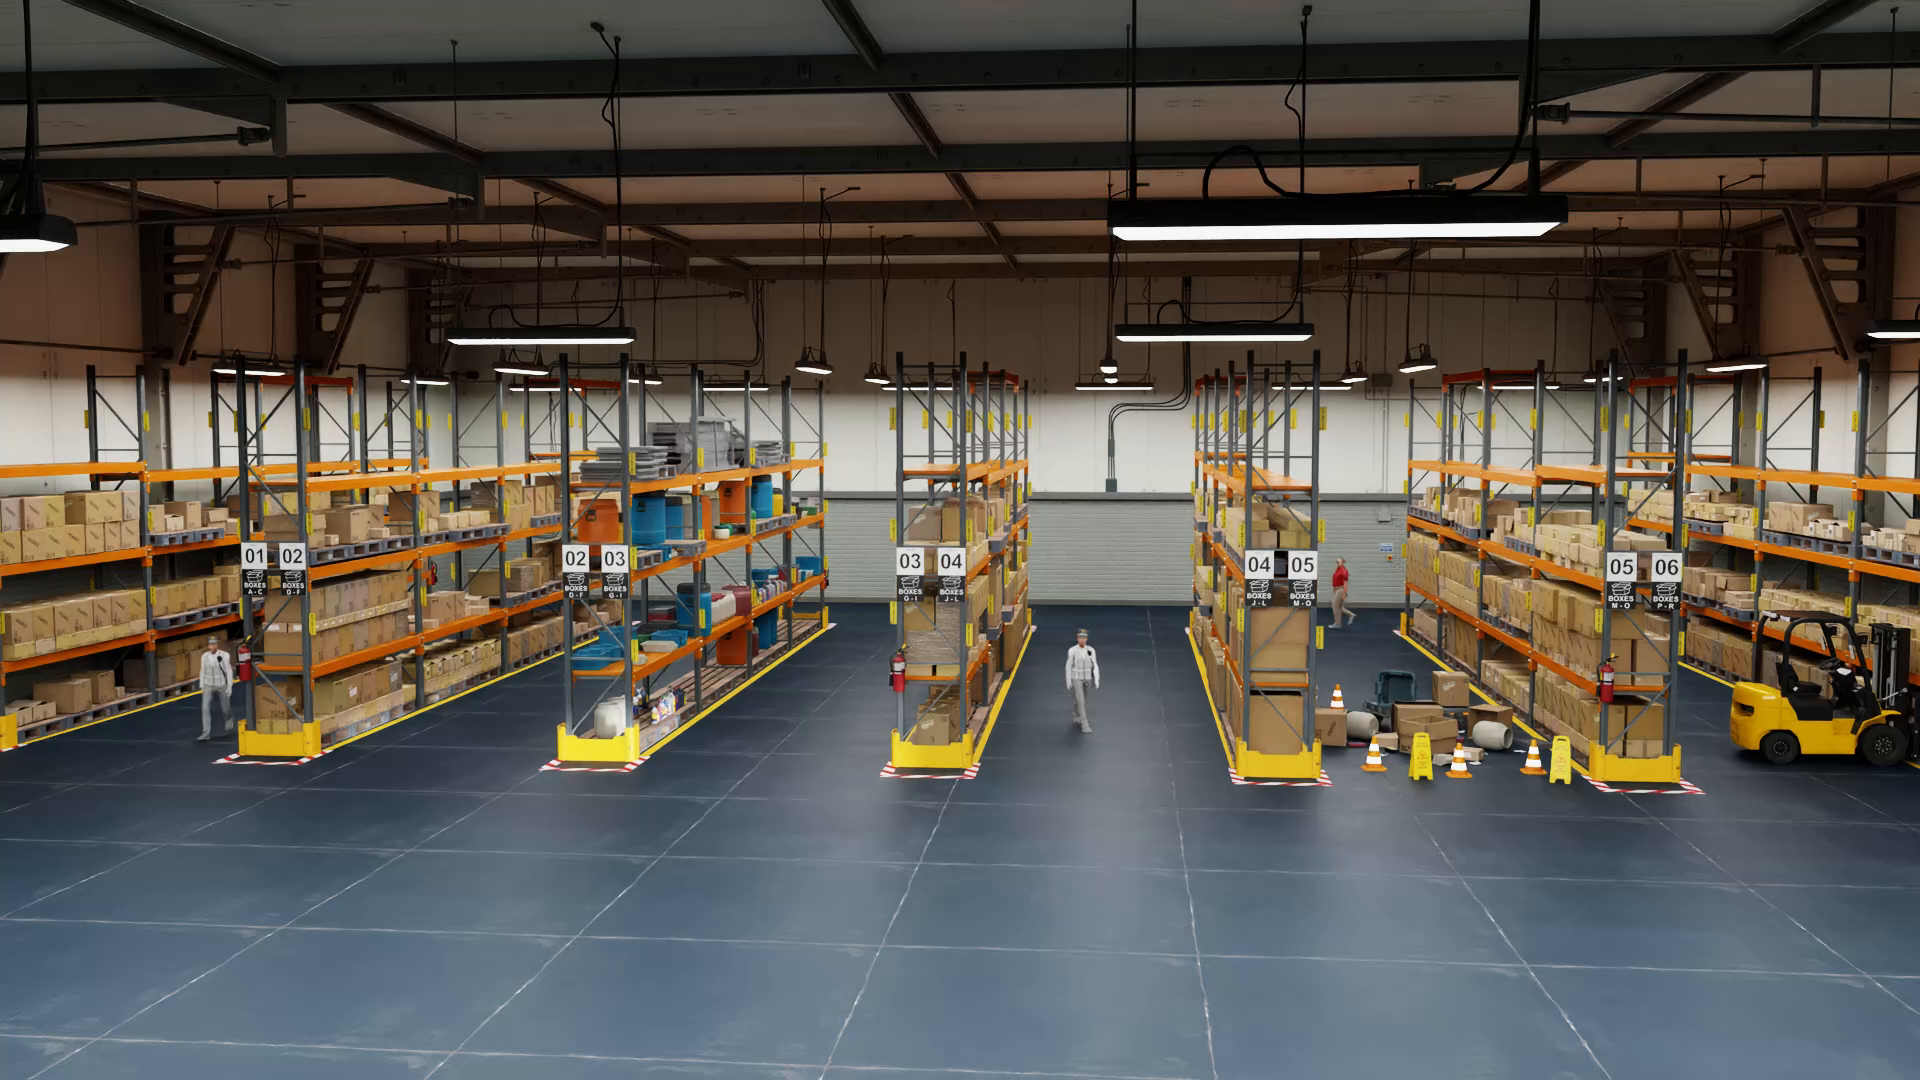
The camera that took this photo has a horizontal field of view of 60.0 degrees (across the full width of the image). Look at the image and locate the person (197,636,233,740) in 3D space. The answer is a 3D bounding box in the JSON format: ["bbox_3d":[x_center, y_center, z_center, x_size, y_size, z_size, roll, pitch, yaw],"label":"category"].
[{"bbox_3d":[-11.786,2.308,26.349,0.516,1.633,0.909,-1,4,-9],"label":"person"}]

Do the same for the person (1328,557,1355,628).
[{"bbox_3d":[9.235,1.270,40.211,0.678,1.704,0.539,0,4,4],"label":"person"}]

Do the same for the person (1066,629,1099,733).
[{"bbox_3d":[1.986,2.247,26.984,0.478,1.624,1.068,-2,4,-20],"label":"person"}]
